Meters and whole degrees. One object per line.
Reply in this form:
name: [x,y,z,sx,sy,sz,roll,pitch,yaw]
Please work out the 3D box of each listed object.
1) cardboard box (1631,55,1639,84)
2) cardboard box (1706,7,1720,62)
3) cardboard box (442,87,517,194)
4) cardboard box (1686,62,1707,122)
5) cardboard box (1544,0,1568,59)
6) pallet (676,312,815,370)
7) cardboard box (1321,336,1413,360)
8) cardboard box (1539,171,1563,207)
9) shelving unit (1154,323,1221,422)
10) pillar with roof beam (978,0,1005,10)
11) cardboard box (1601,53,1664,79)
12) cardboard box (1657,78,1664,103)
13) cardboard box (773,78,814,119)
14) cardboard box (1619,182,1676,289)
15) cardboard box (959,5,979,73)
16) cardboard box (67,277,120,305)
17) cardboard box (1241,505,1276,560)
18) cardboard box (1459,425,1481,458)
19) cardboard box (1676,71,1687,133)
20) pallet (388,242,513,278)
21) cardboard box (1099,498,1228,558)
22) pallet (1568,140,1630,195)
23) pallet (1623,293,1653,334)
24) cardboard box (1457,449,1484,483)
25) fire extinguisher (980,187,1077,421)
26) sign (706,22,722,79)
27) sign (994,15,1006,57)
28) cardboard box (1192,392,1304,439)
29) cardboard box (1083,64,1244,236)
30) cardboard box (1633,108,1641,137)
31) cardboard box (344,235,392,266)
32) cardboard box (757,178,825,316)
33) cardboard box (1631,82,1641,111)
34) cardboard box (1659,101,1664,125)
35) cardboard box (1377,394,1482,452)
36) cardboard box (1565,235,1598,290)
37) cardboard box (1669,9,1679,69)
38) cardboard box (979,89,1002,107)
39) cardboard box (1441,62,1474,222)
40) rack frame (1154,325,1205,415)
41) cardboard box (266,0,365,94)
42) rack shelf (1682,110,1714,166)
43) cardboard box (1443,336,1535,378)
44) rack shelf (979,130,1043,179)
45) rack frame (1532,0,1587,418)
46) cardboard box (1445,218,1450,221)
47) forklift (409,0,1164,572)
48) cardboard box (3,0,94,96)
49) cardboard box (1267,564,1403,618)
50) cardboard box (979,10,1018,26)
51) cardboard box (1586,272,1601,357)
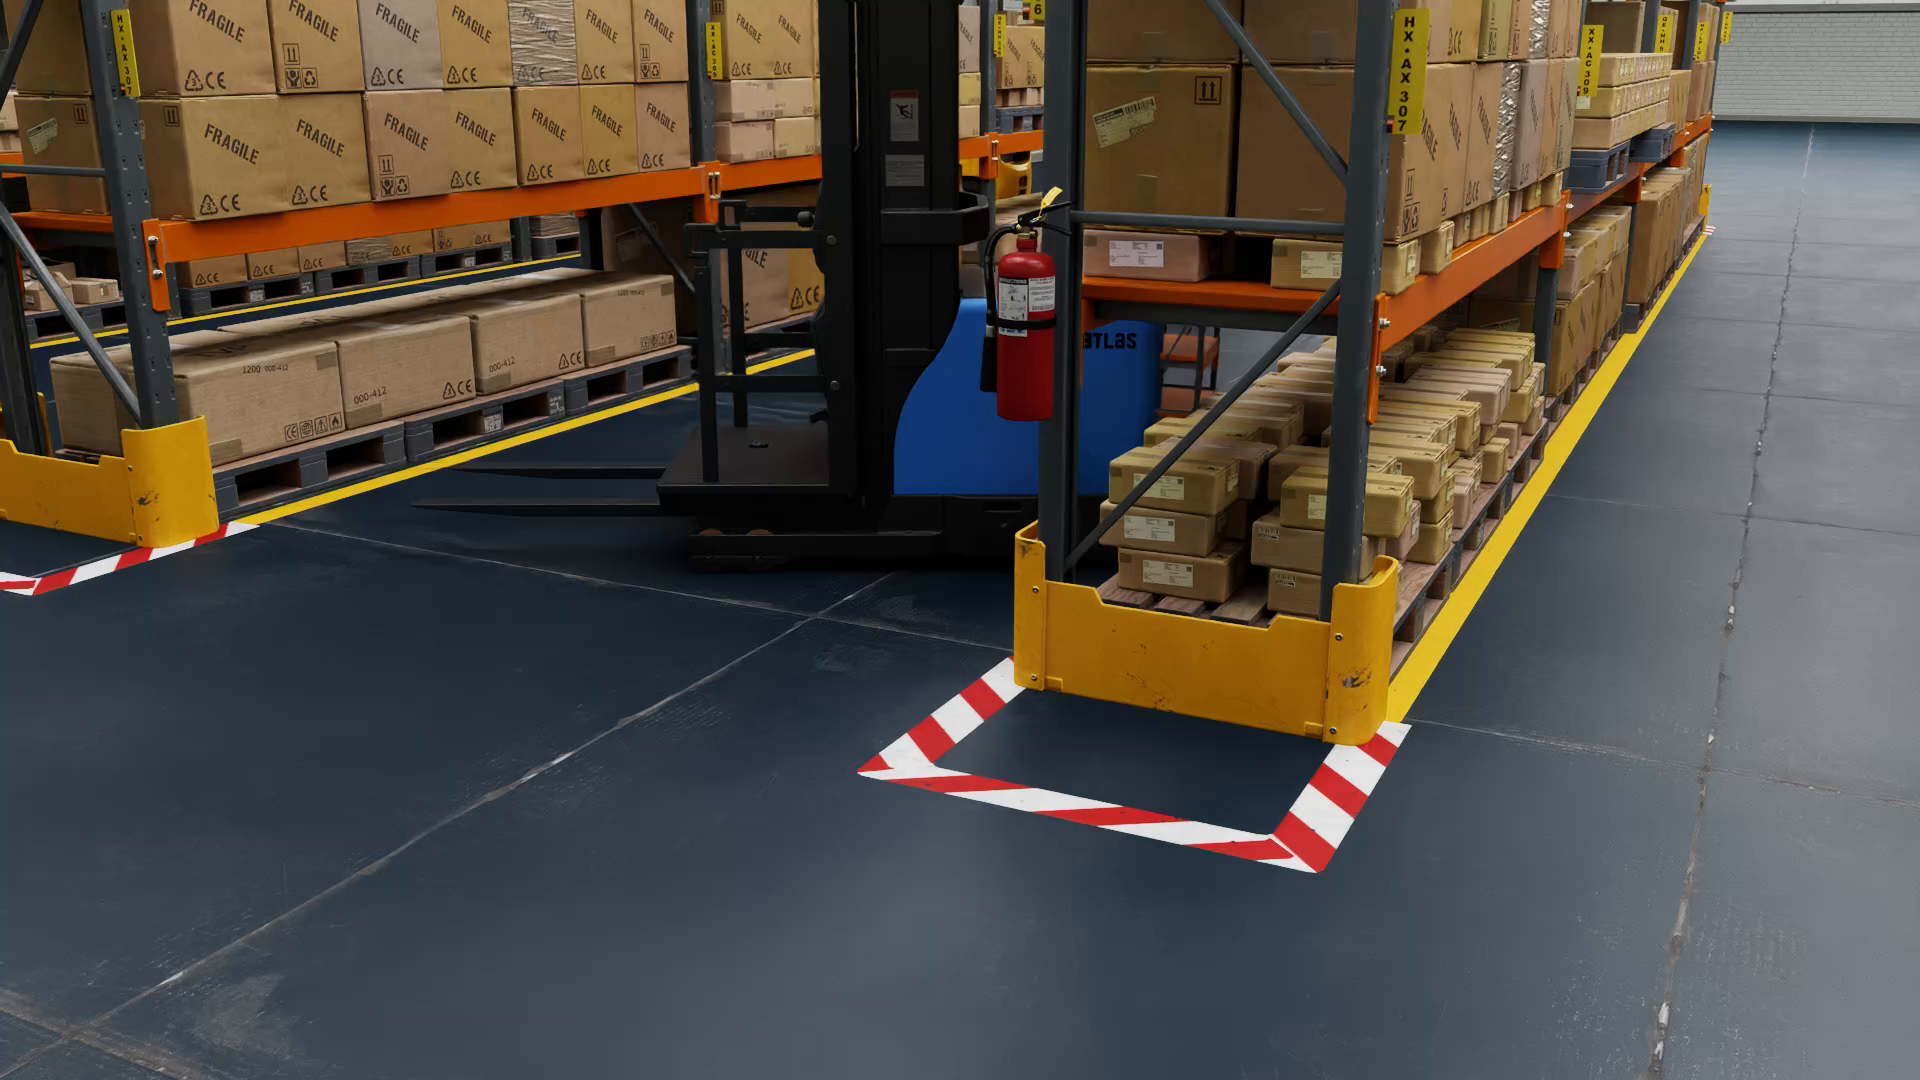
cardboard box: [3.444,-2.543,8.975,0.380,0.149,0.250,8,18,25]
cardboard box: [7.505,-5.339,17.573,0.875,0.550,0.550,8,18,25]
cardboard box: [-2.629,-2.043,8.459,0.500,0.500,0.500,9,19,27]
cardboard box: [6.808,-4.405,16.325,0.875,0.550,0.550,8,18,25]
cardboard box: [2.313,-2.318,7.106,0.500,0.500,0.500,7,18,24]
pallet: [-1.689,-1.408,11.395,1.003,0.211,1.213,8,18,25]
cardboard box: [1.923,-0.860,7.876,0.380,0.149,0.250,8,18,25]
cardboard box: [2.571,-1.632,7.693,0.380,0.149,0.250,8,18,24]
shelving unit: [0.873,-0.566,6.683,0.258,1.200,0.503,6,18,15]
pillar with roof beam: [4.368,-10.020,24.954,9.100,9.000,0.400,8,18,25]
cardboard box: [4.138,-2.938,10.305,0.380,0.149,0.250,9,19,27]
cardboard box: [4.248,-2.858,10.559,0.380,0.149,0.250,9,19,27]
cardboard box: [-1.310,-2.919,10.969,0.500,0.250,0.500,8,19,26]
cardboard box: [5.035,-2.443,13.196,1.050,0.750,0.750,8,19,26]
cardboard box: [-0.176,-3.920,13.022,0.500,0.500,0.500,8,18,24]
cardboard box: [-6.395,-1.825,12.169,0.380,0.149,0.250,7,18,24]
cardboard box: [0.988,-0.046,6.180,0.380,0.149,0.250,8,18,25]
cardboard box: [2.003,-0.466,7.071,0.380,0.149,0.250,7,18,23]
cardboard box: [5.862,-3.725,14.121,0.500,0.500,0.500,8,18,25]
pallet: [-4.989,-2.666,15.630,1.003,0.211,1.213,8,18,25]
cardboard box: [0.700,-0.064,5.718,0.380,0.149,0.250,8,18,24]
pallet: [2.979,-2.019,8.890,1.003,0.211,1.213,8,18,25]
pallet: [4.714,-1.808,12.741,1.003,0.211,1.213,8,18,25]
cardboard box: [1.997,-0.305,7.051,0.380,0.149,0.250,8,19,26]
fire extinguisher: [0.194,-0.695,4.885,0.296,0.674,0.183,8,18,25]
sign: [-1.469,-2.921,9.933,0.100,0.325,0.005,8,18,25]
sign: [0.319,-4.043,13.334,0.100,0.325,0.005,8,18,25]
cardboard box: [1.138,-0.475,6.580,0.380,0.149,0.250,9,19,27]
cardboard box: [0.690,-1.254,5.278,0.500,0.500,0.500,9,19,26]
cardboard box: [3.673,-2.391,9.509,0.380,0.149,0.250,8,18,24]
cardboard box: [-5.298,-2.662,14.370,0.500,0.500,0.500,7,18,23]
cardboard box: [-1.364,-2.121,11.890,0.875,0.875,0.875,9,19,27]
cardboard box: [3.558,-2.467,9.244,0.380,0.149,0.250,9,19,28]
cardboard box: [4.373,-2.787,10.844,0.380,0.149,0.250,8,18,25]
cardboard box: [1.828,-0.464,6.542,0.380,0.149,0.250,8,19,26]
cardboard box: [3.309,-1.588,9.437,0.500,0.250,0.500,9,19,27]
cardboard box: [5.865,-4.372,14.546,0.700,0.500,0.500,8,18,24]
cardboard box: [0.132,-3.698,13.909,0.380,0.149,0.250,7,18,22]
cardboard box: [1.384,-1.325,5.519,0.500,0.500,0.500,8,18,25]
rack frame: [0.807,-0.498,6.458,0.240,1.200,0.015,6,18,15]
cardboard box: [-3.060,-2.266,7.452,0.500,0.500,0.500,8,18,24]
rack shelf: [6.975,-4.137,16.948,1.077,0.370,4.000,8,18,25]
cardboard box: [2.502,-0.861,7.878,0.380,0.149,0.250,8,18,26]
rack shelf: [0.715,-3.722,15.551,1.077,0.370,4.000,8,18,25]
rack frame: [2.507,-1.935,8.270,1.000,3.000,0.127,8,18,25]
cardboard box: [1.539,-1.117,5.960,0.380,0.149,0.250,8,18,25]
forklift: [-0.715,-1.430,6.690,3.031,2.935,1.130,0,17,0]
cardboard box: [-3.751,-2.200,7.232,0.500,0.500,0.500,9,19,27]
cardboard box: [1.240,0.157,5.498,0.380,0.149,0.250,9,19,26]
cardboard box: [0.299,-4.713,15.049,0.380,0.149,0.250,7,18,23]
cardboard box: [3.531,-1.362,9.996,0.500,0.500,0.500,8,19,26]
